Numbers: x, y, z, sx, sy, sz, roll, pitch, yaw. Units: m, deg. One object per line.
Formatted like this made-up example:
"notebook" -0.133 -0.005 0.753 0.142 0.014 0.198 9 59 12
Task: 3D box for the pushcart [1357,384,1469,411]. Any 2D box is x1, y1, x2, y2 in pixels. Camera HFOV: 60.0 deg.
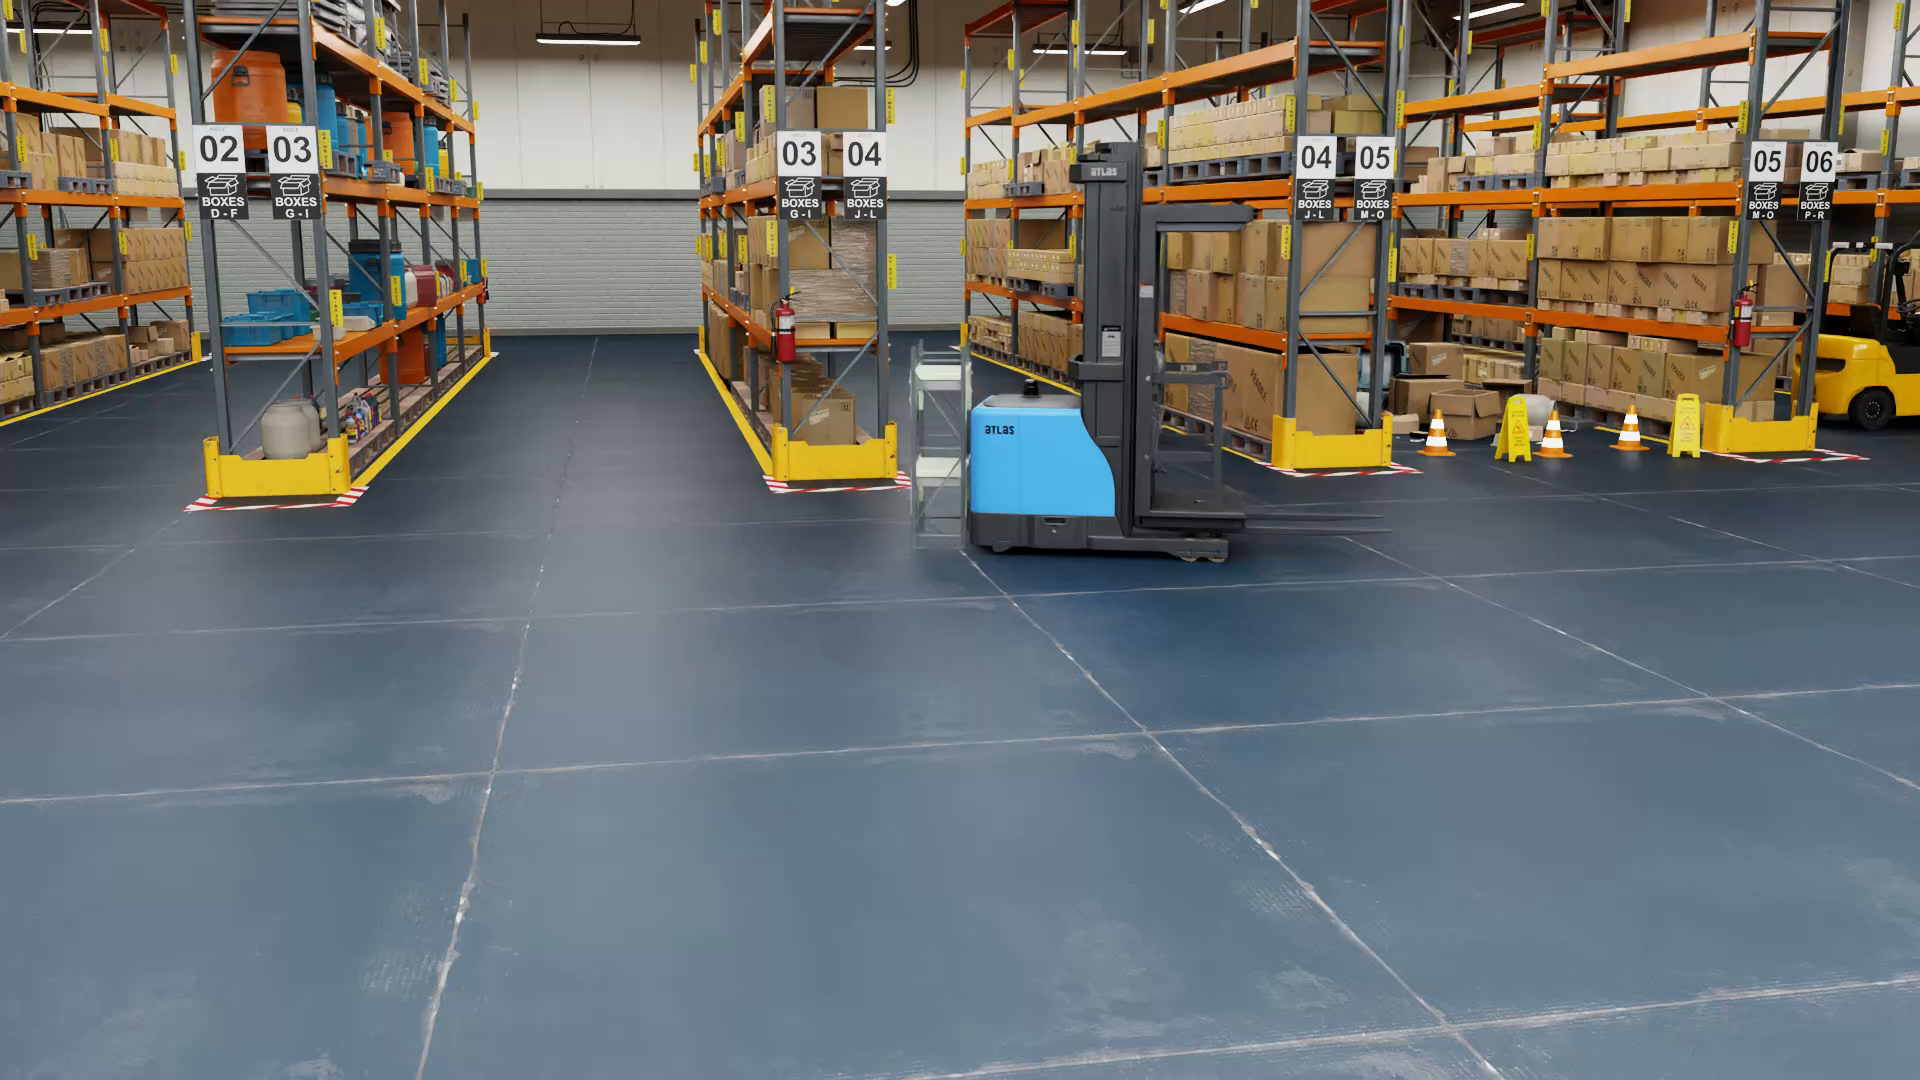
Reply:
"pushcart" 5.537 -1.779 21.035 1.648 0.377 0.936 -6 13 -31

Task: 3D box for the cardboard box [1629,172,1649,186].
"cardboard box" 7.855 -4.111 18.924 0.380 0.149 0.250 -2 11 -12

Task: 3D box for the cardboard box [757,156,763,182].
"cardboard box" -1.816 -3.822 17.135 0.500 0.250 0.500 -2 11 -12

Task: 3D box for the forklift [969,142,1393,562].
"forklift" 1.631 -1.386 12.140 3.031 2.935 1.130 2 11 8

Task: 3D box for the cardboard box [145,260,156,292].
"cardboard box" -13.261 -4.245 26.709 0.500 0.500 0.500 -2 11 -11

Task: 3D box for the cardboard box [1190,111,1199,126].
"cardboard box" 2.814 -4.739 18.700 0.380 0.149 0.250 -2 11 -12

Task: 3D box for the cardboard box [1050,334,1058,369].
"cardboard box" 1.668 -2.879 25.364 0.500 0.500 0.500 -2 11 -9

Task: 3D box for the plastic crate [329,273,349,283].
"plastic crate" -7.579 -3.076 20.667 0.402 0.464 0.583 -2 11 -11

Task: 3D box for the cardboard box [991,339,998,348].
"cardboard box" 0.760 -3.483 29.477 0.380 0.149 0.250 -2 11 -11

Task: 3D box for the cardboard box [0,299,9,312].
"cardboard box" -12.007 -2.895 20.555 0.380 0.149 0.250 -2 11 -11

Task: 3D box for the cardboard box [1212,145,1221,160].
"cardboard box" 2.961 -4.208 18.043 0.380 0.149 0.250 -2 11 -10

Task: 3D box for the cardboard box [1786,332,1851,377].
"cardboard box" 12.376 -2.618 23.658 0.875 0.625 0.625 -2 11 -12

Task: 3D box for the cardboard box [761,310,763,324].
"cardboard box" -1.943 -2.397 17.939 0.380 0.149 0.250 -2 11 -11

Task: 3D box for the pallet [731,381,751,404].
"pallet" -2.585 -2.019 22.742 1.003 0.211 1.213 -2 11 -11

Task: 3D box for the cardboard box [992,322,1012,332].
"cardboard box" 0.786 -3.770 29.389 0.380 0.149 0.250 -3 11 -14

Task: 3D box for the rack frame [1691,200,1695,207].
"rack frame" 11.854 -4.074 26.080 1.000 3.000 0.127 -2 11 -11

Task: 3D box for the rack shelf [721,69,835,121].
"rack shelf" -2.346 -5.563 20.851 1.077 0.370 4.000 -2 11 -11

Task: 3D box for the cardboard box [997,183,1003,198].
"cardboard box" 0.926 -6.000 28.577 0.500 0.250 0.500 -2 11 -11

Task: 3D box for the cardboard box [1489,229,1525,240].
"cardboard box" 7.305 -4.082 22.200 0.380 0.149 0.250 -2 11 -13

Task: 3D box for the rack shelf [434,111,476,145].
"rack shelf" -8.761 -6.850 27.613 1.077 0.370 4.000 -2 11 -11

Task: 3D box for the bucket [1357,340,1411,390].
"bucket" 5.216 -2.158 20.704 0.726 0.611 0.620 2 1 9

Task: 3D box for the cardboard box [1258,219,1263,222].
"cardboard box" 5.649 -5.767 30.299 0.380 0.149 0.250 -2 11 -12

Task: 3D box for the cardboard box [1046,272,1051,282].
"cardboard box" 1.506 -3.944 24.944 0.380 0.149 0.250 -2 11 -10

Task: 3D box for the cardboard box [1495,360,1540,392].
"cardboard box" 7.659 -2.171 21.985 0.950 0.372 0.625 -2 11 -10

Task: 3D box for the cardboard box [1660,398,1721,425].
"cardboard box" 8.116 -1.424 18.388 0.500 0.250 0.500 -2 11 -11

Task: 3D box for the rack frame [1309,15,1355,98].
"rack frame" 6.208 -7.574 28.421 1.000 3.000 0.127 -2 11 -11

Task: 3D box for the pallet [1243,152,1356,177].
"pallet" 3.551 -3.793 16.817 1.003 0.211 1.213 -2 11 -11

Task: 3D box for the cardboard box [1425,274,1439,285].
"cardboard box" 6.930 -3.753 23.943 0.380 0.149 0.250 -2 11 -11

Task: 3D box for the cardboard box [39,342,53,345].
"cardboard box" -13.074 -2.515 23.398 0.500 0.500 0.500 -3 11 -13

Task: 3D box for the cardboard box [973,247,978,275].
"cardboard box" 0.539 -5.167 30.760 0.500 0.500 0.500 -2 11 -11

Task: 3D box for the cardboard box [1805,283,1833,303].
"cardboard box" 12.174 -3.442 23.158 0.500 0.250 0.500 -2 11 -11

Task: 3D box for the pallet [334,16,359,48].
"pallet" -6.387 -4.902 15.961 1.003 0.211 1.213 -2 11 -11

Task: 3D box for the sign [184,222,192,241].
"sign" -13.461 -5.381 29.003 0.100 0.325 0.005 -2 11 -11

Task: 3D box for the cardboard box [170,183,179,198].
"cardboard box" -13.650 -5.956 28.343 0.500 0.250 0.500 -2 11 -11

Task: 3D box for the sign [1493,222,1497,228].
"sign" 10.846 -6.282 33.738 0.100 0.325 0.005 -2 11 -11

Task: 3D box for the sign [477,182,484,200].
"sign" -8.613 -6.265 29.847 0.100 0.325 0.005 -2 11 -11

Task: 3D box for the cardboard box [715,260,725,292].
"cardboard box" -3.570 -4.130 26.104 0.500 0.500 0.500 -2 11 -11

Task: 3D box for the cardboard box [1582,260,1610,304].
"cardboard box" 7.781 -3.080 19.793 0.500 0.500 0.500 -2 11 -11

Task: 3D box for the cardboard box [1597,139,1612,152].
"cardboard box" 7.749 -4.643 19.587 0.380 0.149 0.250 -2 11 -13

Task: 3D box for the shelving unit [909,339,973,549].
"shelving unit" -0.138 -0.740 12.573 0.431 1.500 0.755 1 11 3

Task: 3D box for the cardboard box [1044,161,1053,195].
"cardboard box" 1.586 -5.496 25.259 0.500 0.500 0.500 -2 11 -11

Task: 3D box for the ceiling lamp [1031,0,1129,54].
"ceiling lamp" 2.529 -11.579 33.853 2.000 3.185 0.800 -2 11 -11

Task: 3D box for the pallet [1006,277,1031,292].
"pallet" 1.378 -4.188 27.193 1.003 0.211 1.213 -2 11 -11

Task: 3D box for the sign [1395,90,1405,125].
"sign" 4.251 -4.188 16.107 0.100 0.325 0.005 -2 11 -11

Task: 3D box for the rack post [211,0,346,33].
"rack post" -6.060 -4.730 14.818 0.937 0.300 0.954 -1 11 -5

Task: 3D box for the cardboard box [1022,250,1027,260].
"cardboard box" 1.201 -4.523 26.398 0.380 0.149 0.250 -2 11 -11

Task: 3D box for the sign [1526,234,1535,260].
"sign" 7.220 -3.707 21.056 0.100 0.325 0.005 -2 11 -11

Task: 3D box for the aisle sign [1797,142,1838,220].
"aisle sign" 8.858 -3.703 17.175 0.394 0.787 0.004 -2 11 -11

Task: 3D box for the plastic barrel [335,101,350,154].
"plastic barrel" -7.127 -4.424 18.555 0.600 0.901 0.708 -2 11 -11

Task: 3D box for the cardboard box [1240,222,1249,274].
"cardboard box" 3.498 -3.106 17.704 0.875 0.550 0.550 -2 11 -11

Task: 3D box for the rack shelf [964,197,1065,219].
"rack shelf" 0.983 -5.915 29.653 1.077 0.370 4.000 -2 11 -11

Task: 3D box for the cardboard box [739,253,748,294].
"cardboard box" -2.385 -3.371 20.984 0.797 0.503 0.637 -1 11 -5

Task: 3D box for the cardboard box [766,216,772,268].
"cardboard box" -1.632 -2.935 16.358 0.500 0.500 0.500 -2 11 -11

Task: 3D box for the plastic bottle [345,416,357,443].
"plastic bottle" -6.085 -1.105 16.600 0.097 0.271 0.097 0 11 0

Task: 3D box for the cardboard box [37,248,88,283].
"cardboard box" -13.358 -4.067 24.652 0.700 0.500 0.500 -6 12 -30

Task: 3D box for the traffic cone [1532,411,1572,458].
"traffic cone" 6.170 -1.109 17.284 0.336 0.463 0.334 -2 11 -11
